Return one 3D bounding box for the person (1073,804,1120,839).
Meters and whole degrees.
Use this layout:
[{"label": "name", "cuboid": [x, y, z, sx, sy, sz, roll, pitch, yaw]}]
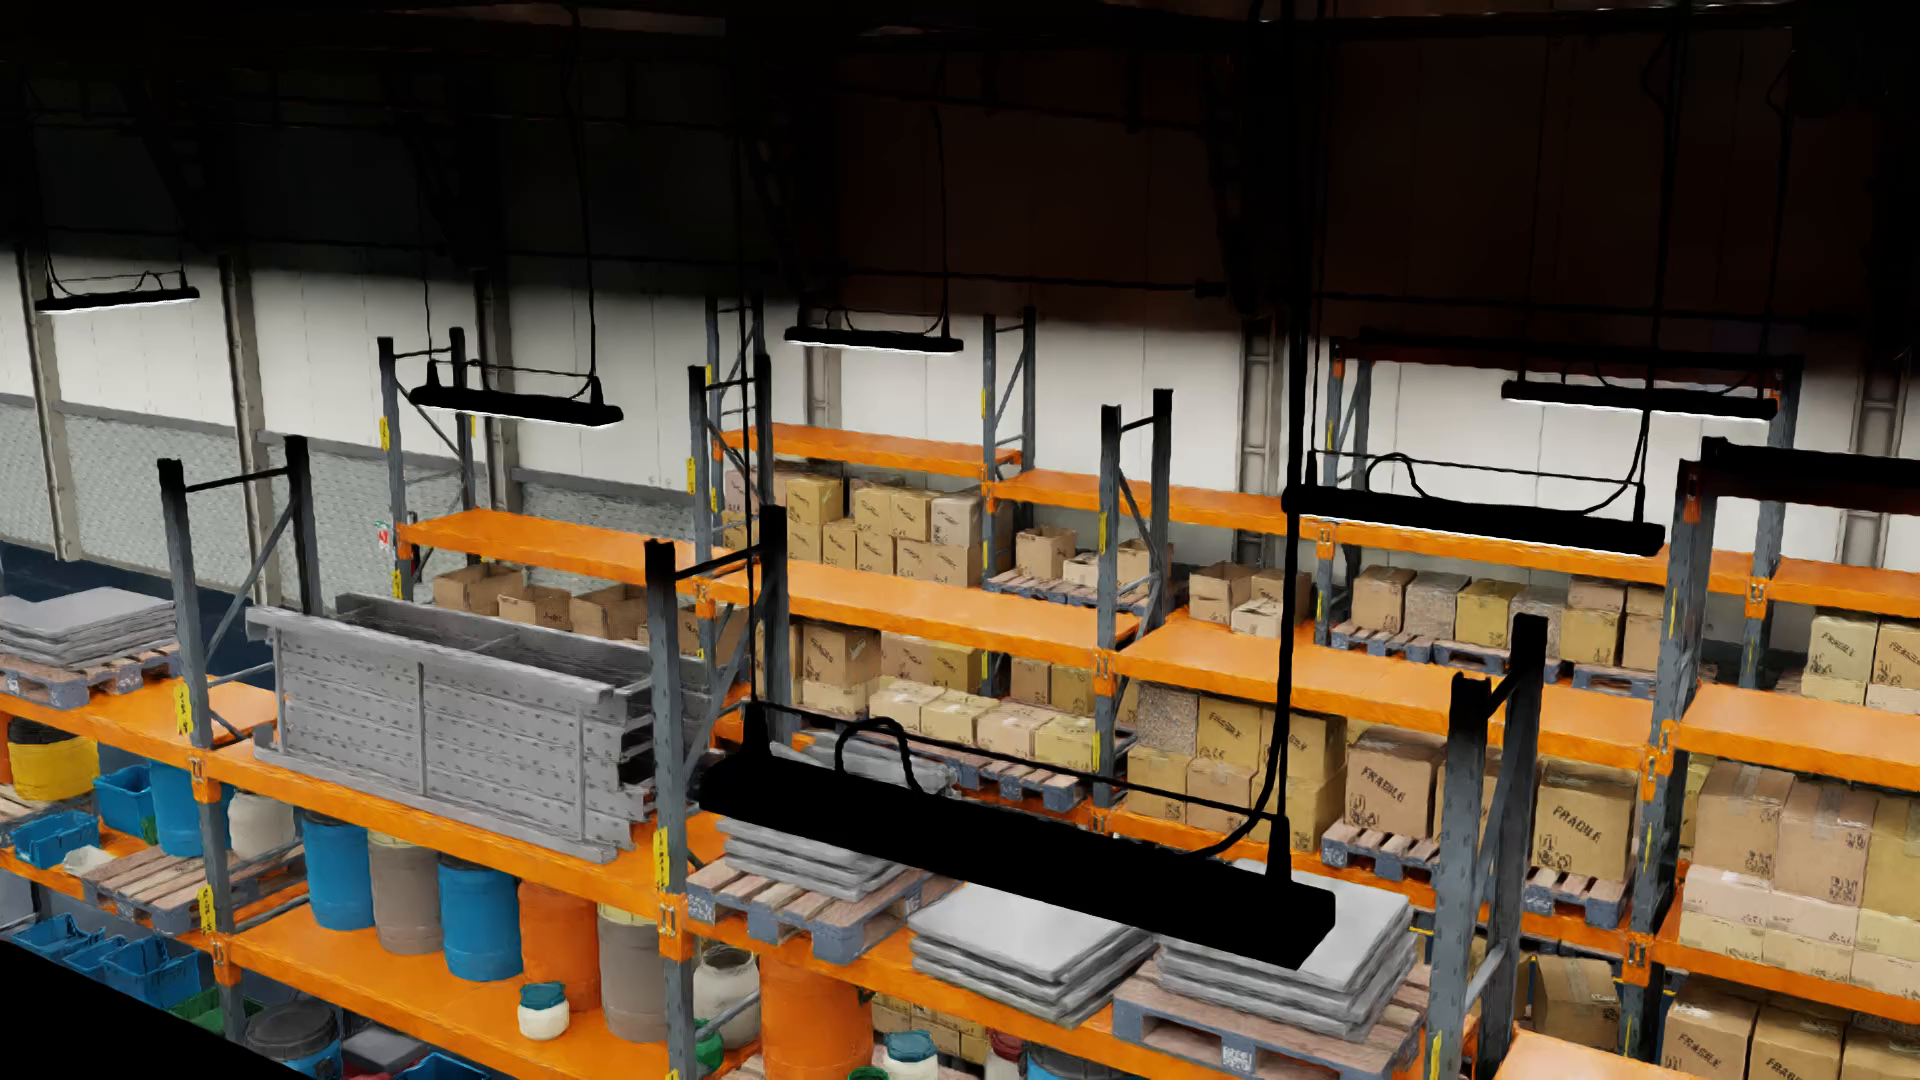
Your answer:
[{"label": "person", "cuboid": [1.413, 3.163, 17.146, 0.582, 1.611, 0.625, 8, 16, 29]}]
